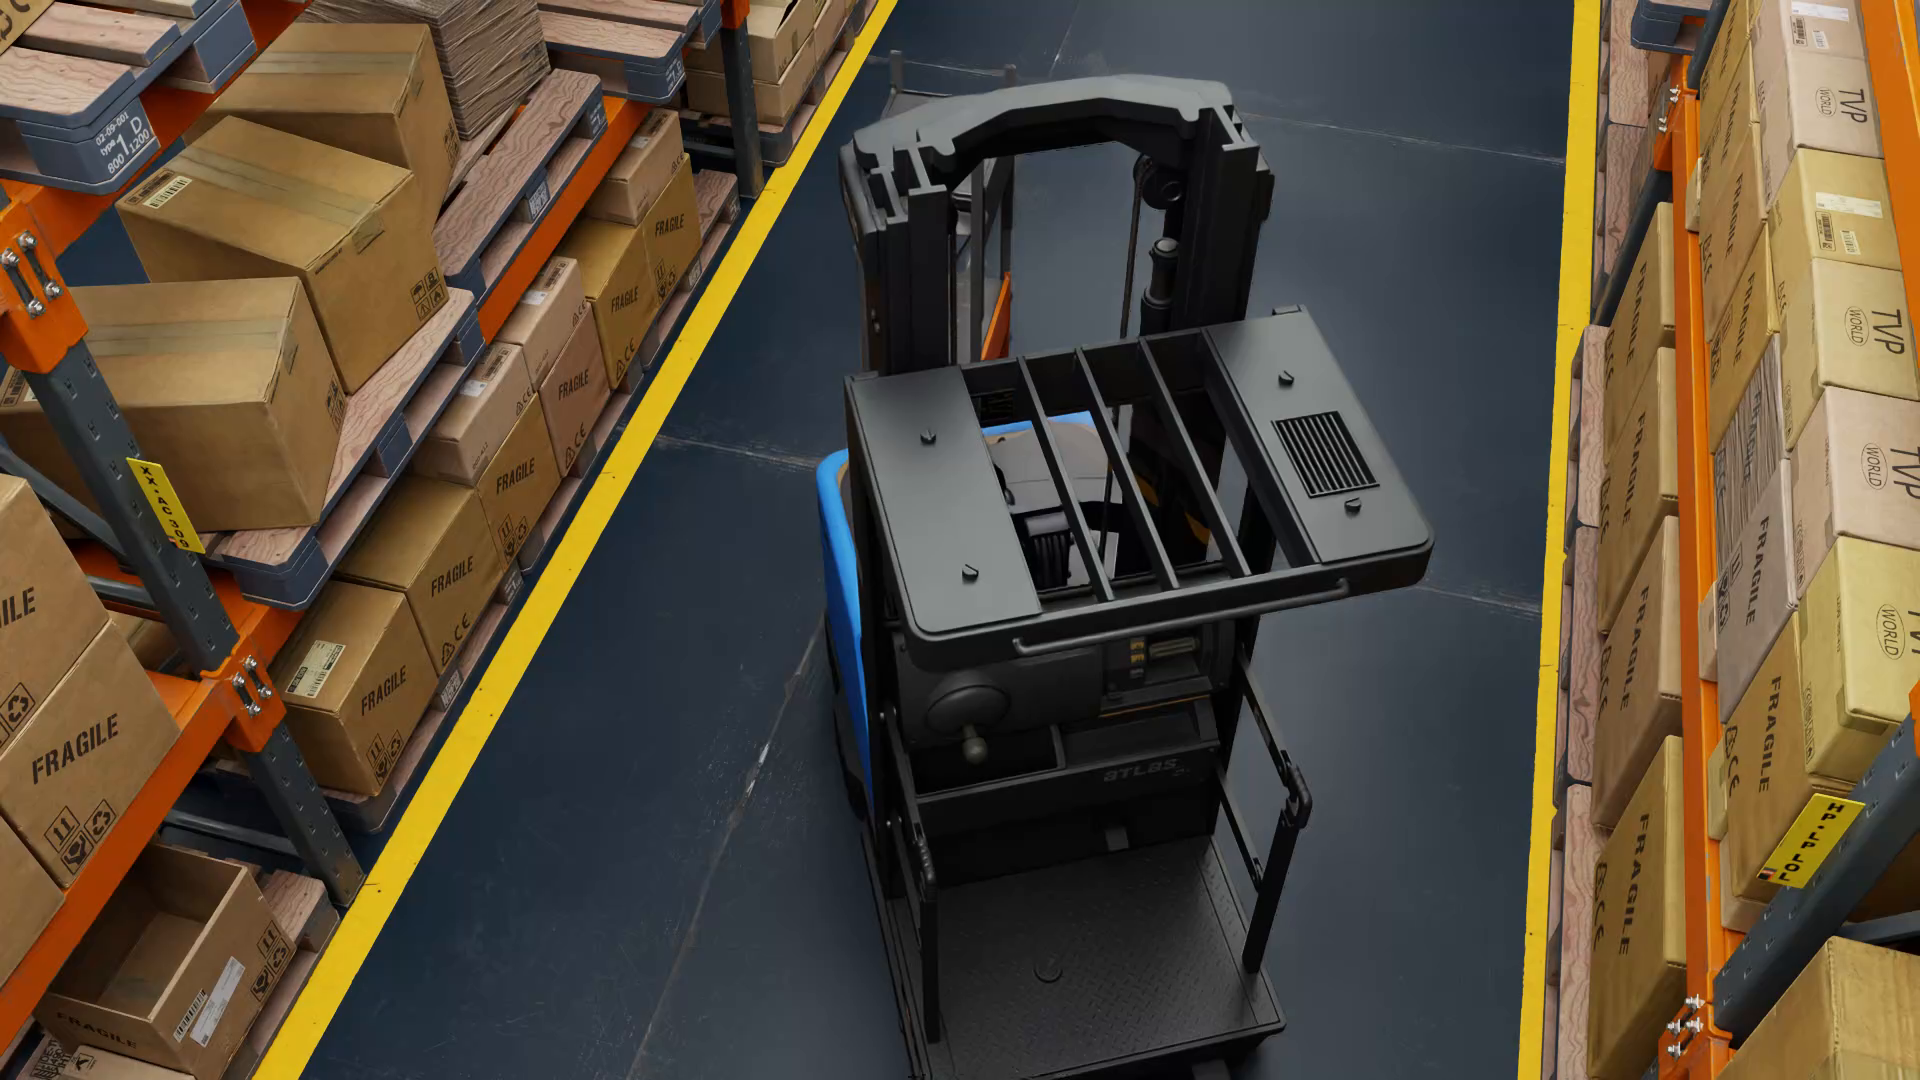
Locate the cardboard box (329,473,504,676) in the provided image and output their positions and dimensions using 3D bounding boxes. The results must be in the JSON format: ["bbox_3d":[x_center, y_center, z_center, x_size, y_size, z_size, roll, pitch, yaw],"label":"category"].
[{"bbox_3d":[-2.022,0.093,5.959,0.500,0.500,0.500,12,50,11],"label":"cardboard box"}]

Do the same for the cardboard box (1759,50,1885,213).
[{"bbox_3d":[2.682,-1.174,4.926,0.500,0.250,0.500,12,50,10],"label":"cardboard box"}]

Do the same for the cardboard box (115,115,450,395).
[{"bbox_3d":[-2.054,-0.879,5.097,0.700,0.500,0.500,19,51,16],"label":"cardboard box"}]

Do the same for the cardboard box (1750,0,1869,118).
[{"bbox_3d":[2.810,-1.537,5.246,0.500,0.250,0.500,11,49,10],"label":"cardboard box"}]

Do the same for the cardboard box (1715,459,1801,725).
[{"bbox_3d":[2.269,0.184,4.228,0.500,0.500,0.500,12,50,10],"label":"cardboard box"}]

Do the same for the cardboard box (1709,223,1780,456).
[{"bbox_3d":[2.536,-0.540,4.866,0.500,0.500,0.500,13,50,11],"label":"cardboard box"}]

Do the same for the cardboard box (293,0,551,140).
[{"bbox_3d":[-1.943,-1.862,5.965,0.700,0.500,0.500,20,52,17],"label":"cardboard box"}]

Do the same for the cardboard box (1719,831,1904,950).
[{"bbox_3d":[2.082,0.853,4.070,0.380,0.149,0.250,12,50,10],"label":"cardboard box"}]

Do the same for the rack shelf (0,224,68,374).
[{"bbox_3d":[-3.041,0.794,2.447,1.077,0.370,4.000,12,50,10],"label":"rack shelf"}]

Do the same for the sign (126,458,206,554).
[{"bbox_3d":[-1.989,-0.083,4.164,0.100,0.325,0.005,12,50,10],"label":"sign"}]

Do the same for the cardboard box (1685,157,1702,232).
[{"bbox_3d":[2.782,-1.192,5.874,0.380,0.149,0.250,13,50,11],"label":"cardboard box"}]

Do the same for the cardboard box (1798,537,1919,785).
[{"bbox_3d":[2.142,0.302,3.623,0.500,0.250,0.500,13,50,11],"label":"cardboard box"}]

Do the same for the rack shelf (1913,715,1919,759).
[{"bbox_3d":[1.739,1.769,1.586,1.077,0.370,4.000,12,50,10],"label":"rack shelf"}]

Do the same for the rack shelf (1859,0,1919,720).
[{"bbox_3d":[2.792,-1.125,4.140,1.077,0.370,4.000,12,50,10],"label":"rack shelf"}]

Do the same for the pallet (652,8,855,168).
[{"bbox_3d":[-1.207,-2.457,8.696,1.003,0.211,1.213,12,50,10],"label":"pallet"}]

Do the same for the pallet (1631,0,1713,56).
[{"bbox_3d":[3.403,-2.290,6.817,1.213,0.211,1.003,12,50,10],"label":"pallet"}]

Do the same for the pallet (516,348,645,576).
[{"bbox_3d":[-2.017,-0.457,6.931,1.003,0.211,1.213,12,50,10],"label":"pallet"}]

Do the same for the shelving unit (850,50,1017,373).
[{"bbox_3d":[-0.074,-0.629,5.823,0.431,2.100,0.503,9,49,8],"label":"shelving unit"}]

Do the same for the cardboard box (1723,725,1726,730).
[{"bbox_3d":[2.237,0.487,4.393,0.380,0.149,0.250,13,50,11],"label":"cardboard box"}]

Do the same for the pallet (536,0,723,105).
[{"bbox_3d":[-1.572,-2.224,6.759,1.213,0.211,1.003,12,50,10],"label":"pallet"}]

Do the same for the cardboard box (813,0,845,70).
[{"bbox_3d":[-0.909,-2.705,8.610,0.500,0.250,0.500,10,49,9],"label":"cardboard box"}]

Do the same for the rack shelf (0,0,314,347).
[{"bbox_3d":[-1.988,-2.099,5.000,1.077,0.370,4.000,12,50,10],"label":"rack shelf"}]

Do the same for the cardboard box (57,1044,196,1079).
[{"bbox_3d":[-2.431,1.651,4.819,0.380,0.149,0.250,12,50,10],"label":"cardboard box"}]

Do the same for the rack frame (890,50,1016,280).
[{"bbox_3d":[-0.022,-0.807,5.981,0.400,2.100,0.015,9,49,8],"label":"rack frame"}]

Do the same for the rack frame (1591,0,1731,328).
[{"bbox_3d":[3.319,-1.817,6.272,1.000,3.000,0.127,12,50,10],"label":"rack frame"}]

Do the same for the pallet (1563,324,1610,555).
[{"bbox_3d":[3.038,-0.339,6.827,1.003,0.211,1.213,12,50,10],"label":"pallet"}]

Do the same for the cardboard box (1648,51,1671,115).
[{"bbox_3d":[3.809,-2.381,8.143,0.700,0.500,0.500,11,50,10],"label":"cardboard box"}]

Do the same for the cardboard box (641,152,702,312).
[{"bbox_3d":[-1.481,-1.387,7.266,0.500,0.500,0.500,13,50,12],"label":"cardboard box"}]

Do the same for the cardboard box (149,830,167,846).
[{"bbox_3d":[-2.833,1.107,5.191,0.500,0.311,0.500,12,50,10],"label":"cardboard box"}]

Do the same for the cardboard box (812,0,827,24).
[{"bbox_3d":[-0.910,-2.909,8.415,0.500,0.311,0.500,10,49,9],"label":"cardboard box"}]

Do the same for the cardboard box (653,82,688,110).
[{"bbox_3d":[-1.558,-2.449,8.384,0.500,0.250,0.500,13,50,11],"label":"cardboard box"}]

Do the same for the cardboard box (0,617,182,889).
[{"bbox_3d":[-2.398,0.481,4.177,0.500,0.500,0.500,12,50,11],"label":"cardboard box"}]

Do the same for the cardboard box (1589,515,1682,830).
[{"bbox_3d":[2.543,0.510,5.372,0.750,0.750,0.750,13,50,11],"label":"cardboard box"}]

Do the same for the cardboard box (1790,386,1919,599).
[{"bbox_3d":[2.286,-0.066,3.948,0.500,0.250,0.500,13,50,11],"label":"cardboard box"}]

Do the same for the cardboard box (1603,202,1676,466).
[{"bbox_3d":[2.998,-0.738,6.474,0.750,0.750,0.750,11,49,10],"label":"cardboard box"}]

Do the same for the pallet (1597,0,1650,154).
[{"bbox_3d":[3.849,-2.339,8.592,1.003,0.211,1.213,12,50,10],"label":"pallet"}]

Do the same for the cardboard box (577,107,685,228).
[{"bbox_3d":[-1.492,-1.594,6.948,0.500,0.250,0.500,13,50,11],"label":"cardboard box"}]

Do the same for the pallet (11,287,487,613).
[{"bbox_3d":[-2.199,-0.391,5.142,1.003,0.211,1.213,12,50,10],"label":"pallet"}]

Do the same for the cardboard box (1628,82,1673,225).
[{"bbox_3d":[3.458,-1.666,7.513,0.700,0.500,0.500,12,50,11],"label":"cardboard box"}]

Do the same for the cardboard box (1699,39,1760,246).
[{"bbox_3d":[2.797,-1.277,5.517,0.500,0.500,0.500,13,50,11],"label":"cardboard box"}]

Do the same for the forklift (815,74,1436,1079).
[{"bbox_3d":[0.338,0.449,4.317,1.130,2.935,3.031,-10,49,-9],"label":"forklift"}]

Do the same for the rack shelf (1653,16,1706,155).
[{"bbox_3d":[3.845,-3.025,7.818,1.077,0.370,4.000,12,50,10],"label":"rack shelf"}]

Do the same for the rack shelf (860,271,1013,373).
[{"bbox_3d":[-0.074,-0.620,5.833,0.431,0.518,0.480,9,49,8],"label":"rack shelf"}]

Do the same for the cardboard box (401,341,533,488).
[{"bbox_3d":[-1.889,-0.490,5.974,0.500,0.250,0.500,12,50,10],"label":"cardboard box"}]

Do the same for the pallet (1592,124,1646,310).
[{"bbox_3d":[3.526,-1.459,7.816,1.003,0.211,1.213,12,50,10],"label":"pallet"}]

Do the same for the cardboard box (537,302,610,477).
[{"bbox_3d":[-1.750,-0.632,6.600,0.500,0.500,0.500,10,49,9],"label":"cardboard box"}]

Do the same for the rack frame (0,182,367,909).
[{"bbox_3d":[-2.514,0.102,4.578,1.000,3.000,0.127,12,50,10],"label":"rack frame"}]
